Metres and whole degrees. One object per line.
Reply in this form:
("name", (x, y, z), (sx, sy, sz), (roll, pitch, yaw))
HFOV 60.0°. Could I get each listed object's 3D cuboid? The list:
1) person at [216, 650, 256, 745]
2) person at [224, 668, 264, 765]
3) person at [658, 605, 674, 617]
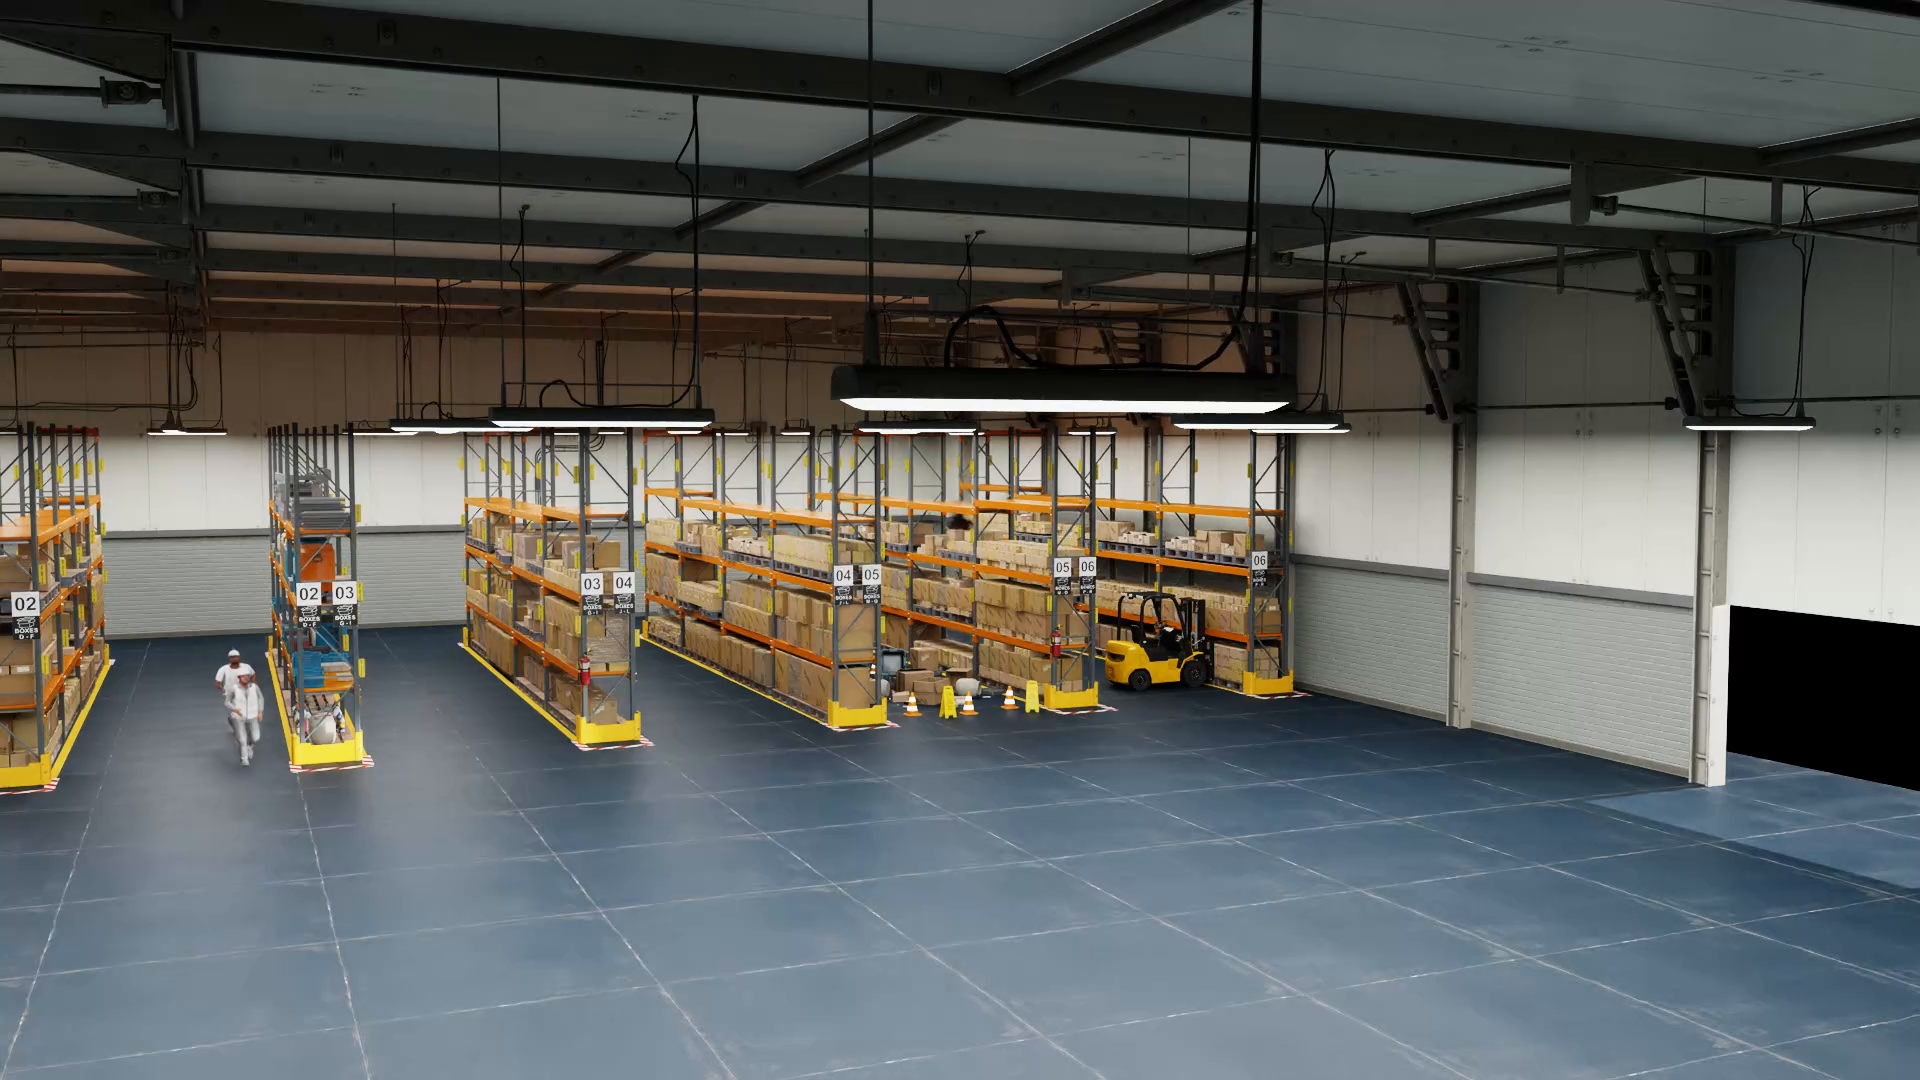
("person", (-13.643, 2.944, 31.354), (0.712, 1.754, 0.932), (-2, 4, -24))
("person", (-12.494, 3.092, 29.092), (0.670, 1.720, 0.594), (-3, 4, -36))
("person", (-8.750, 1.874, 49.342), (0.928, 1.612, 0.616), (1, 4, 15))
